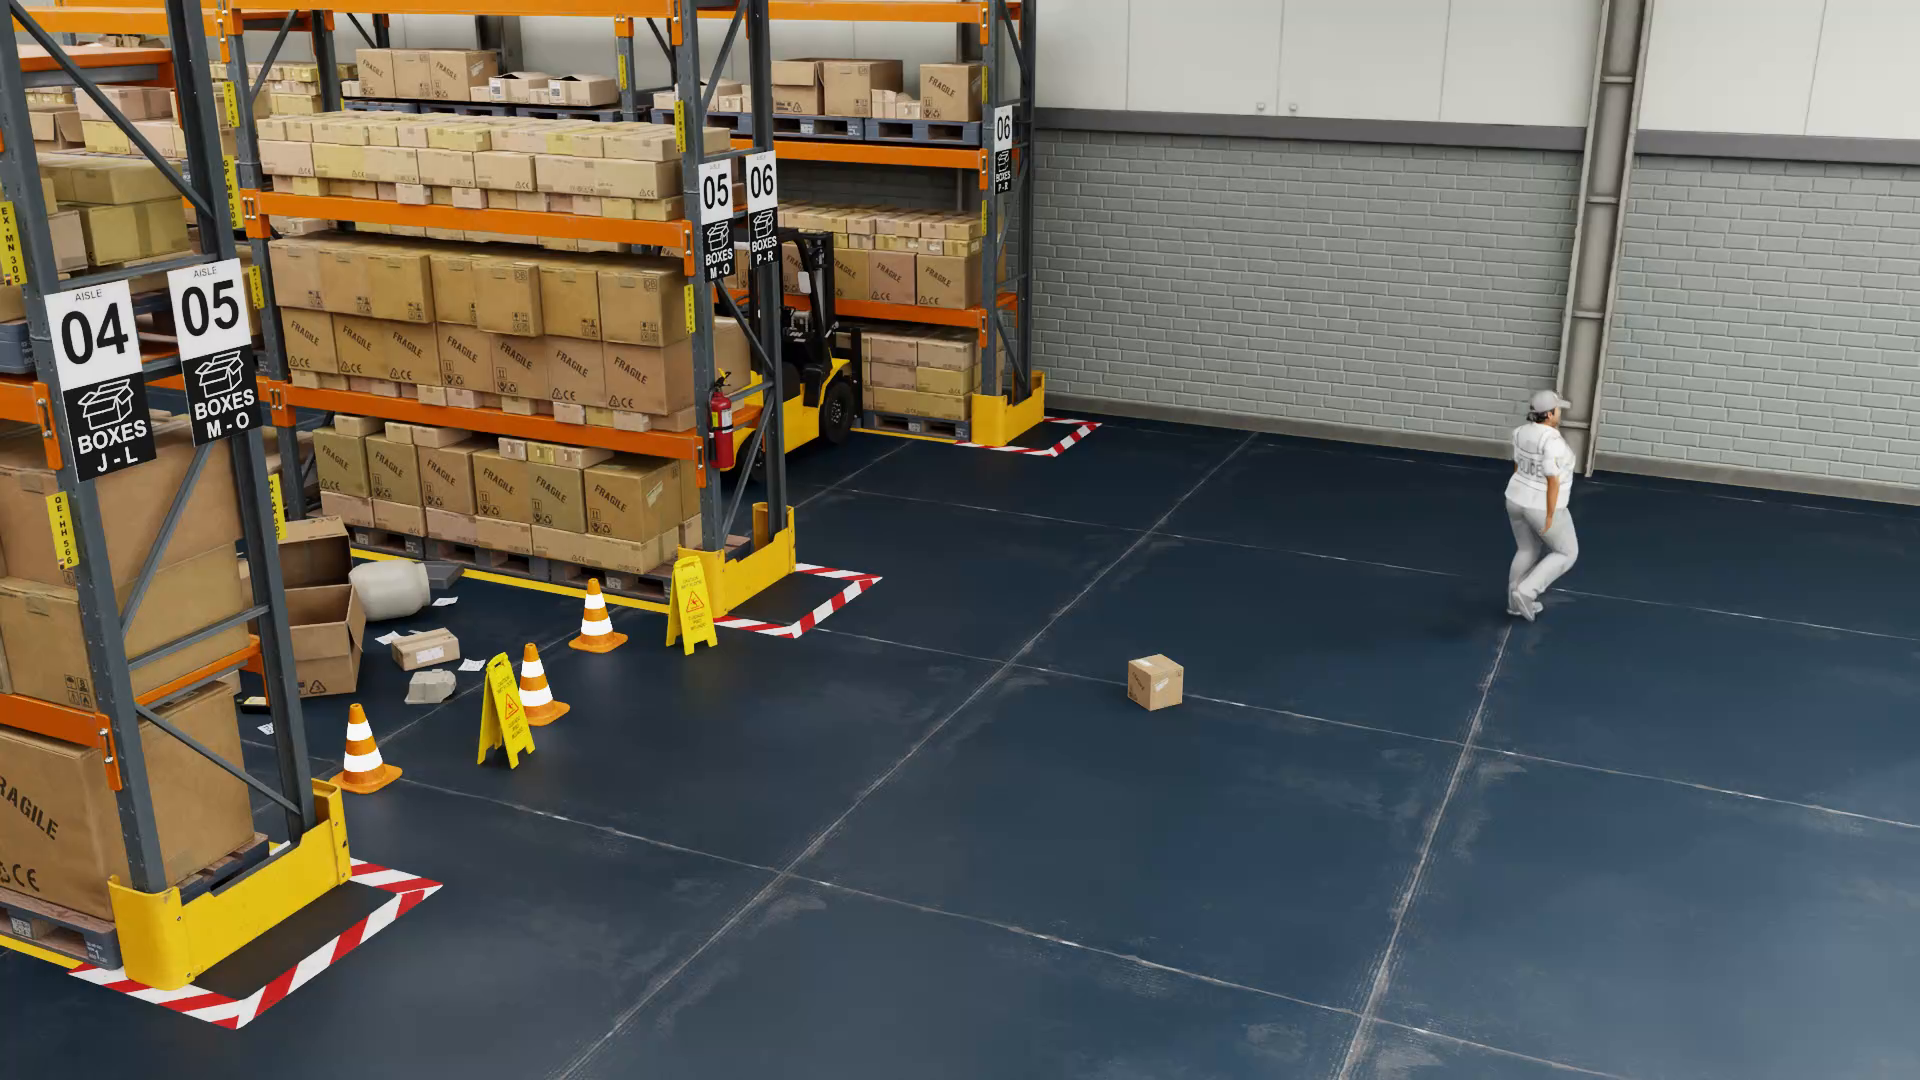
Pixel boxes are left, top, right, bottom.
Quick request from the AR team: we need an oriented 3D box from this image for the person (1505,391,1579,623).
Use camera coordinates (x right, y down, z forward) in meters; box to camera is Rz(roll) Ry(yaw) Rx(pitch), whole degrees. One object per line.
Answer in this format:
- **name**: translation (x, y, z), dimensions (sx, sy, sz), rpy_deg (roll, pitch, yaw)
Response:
- **person**: translation (4.062, -0.239, 11.679), dimensions (0.467, 1.655, 0.481), rpy_deg (-8, 21, -21)
